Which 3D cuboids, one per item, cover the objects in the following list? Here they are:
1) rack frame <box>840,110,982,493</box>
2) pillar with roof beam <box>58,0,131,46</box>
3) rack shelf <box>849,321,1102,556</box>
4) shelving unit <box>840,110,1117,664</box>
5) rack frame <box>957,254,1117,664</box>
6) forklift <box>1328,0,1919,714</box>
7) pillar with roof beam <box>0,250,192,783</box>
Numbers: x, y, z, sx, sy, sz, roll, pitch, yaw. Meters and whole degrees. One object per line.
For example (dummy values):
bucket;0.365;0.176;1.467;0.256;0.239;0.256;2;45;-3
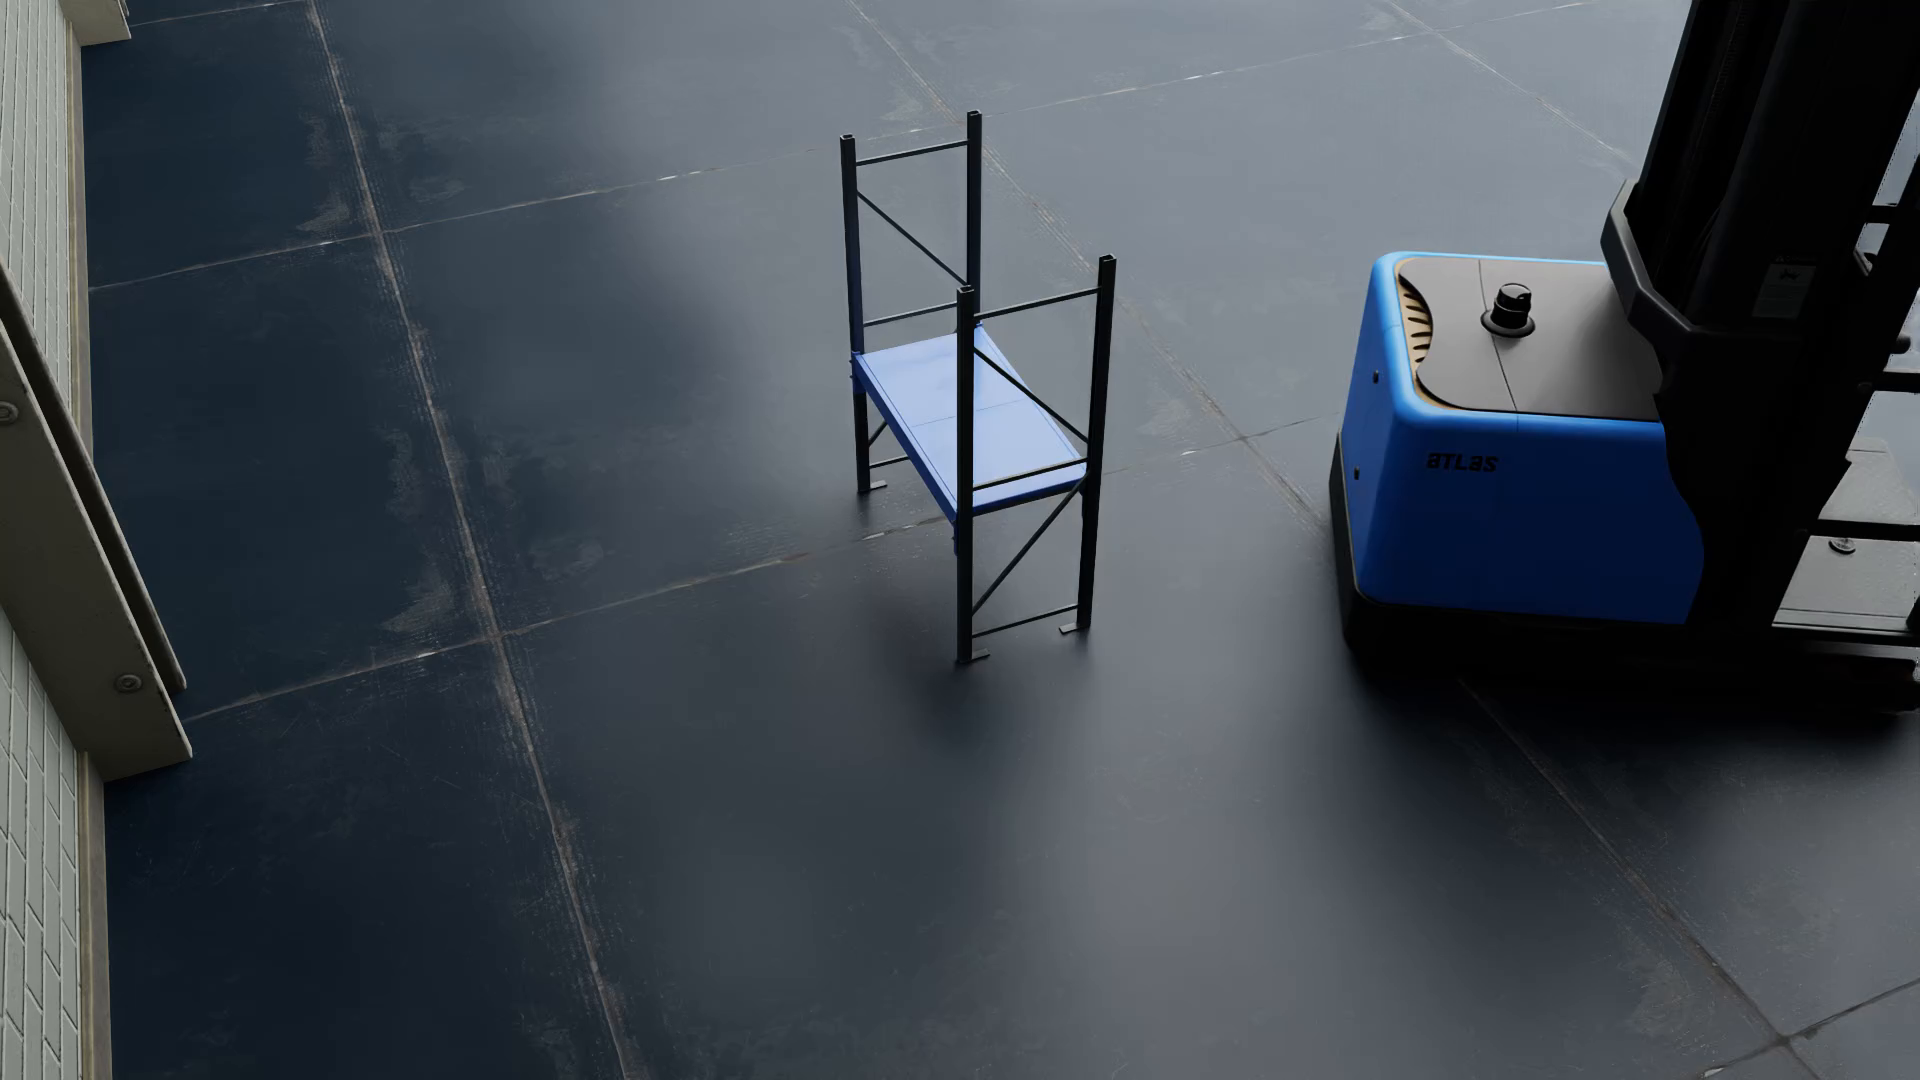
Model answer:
rack frame;-0.162;-0.824;6.057;0.500;1.500;0.032;-15;43;-17
pillar with roof beam;-1.040;-7.469;8.034;9.100;9.000;0.400;-15;43;-17
rack shelf;0.033;-0.381;5.819;0.538;0.185;1.000;-15;43;-17
shelving unit;0.033;-0.517;5.701;0.538;1.500;1.048;-15;43;-17
rack frame;0.227;-0.211;5.345;0.500;1.500;0.032;-15;43;-17
forklift;2.878;-0.896;5.044;3.031;2.935;1.130;4;41;5
pillar with roof beam;1.256;-3.855;3.831;9.100;9.000;0.400;-15;43;-17
